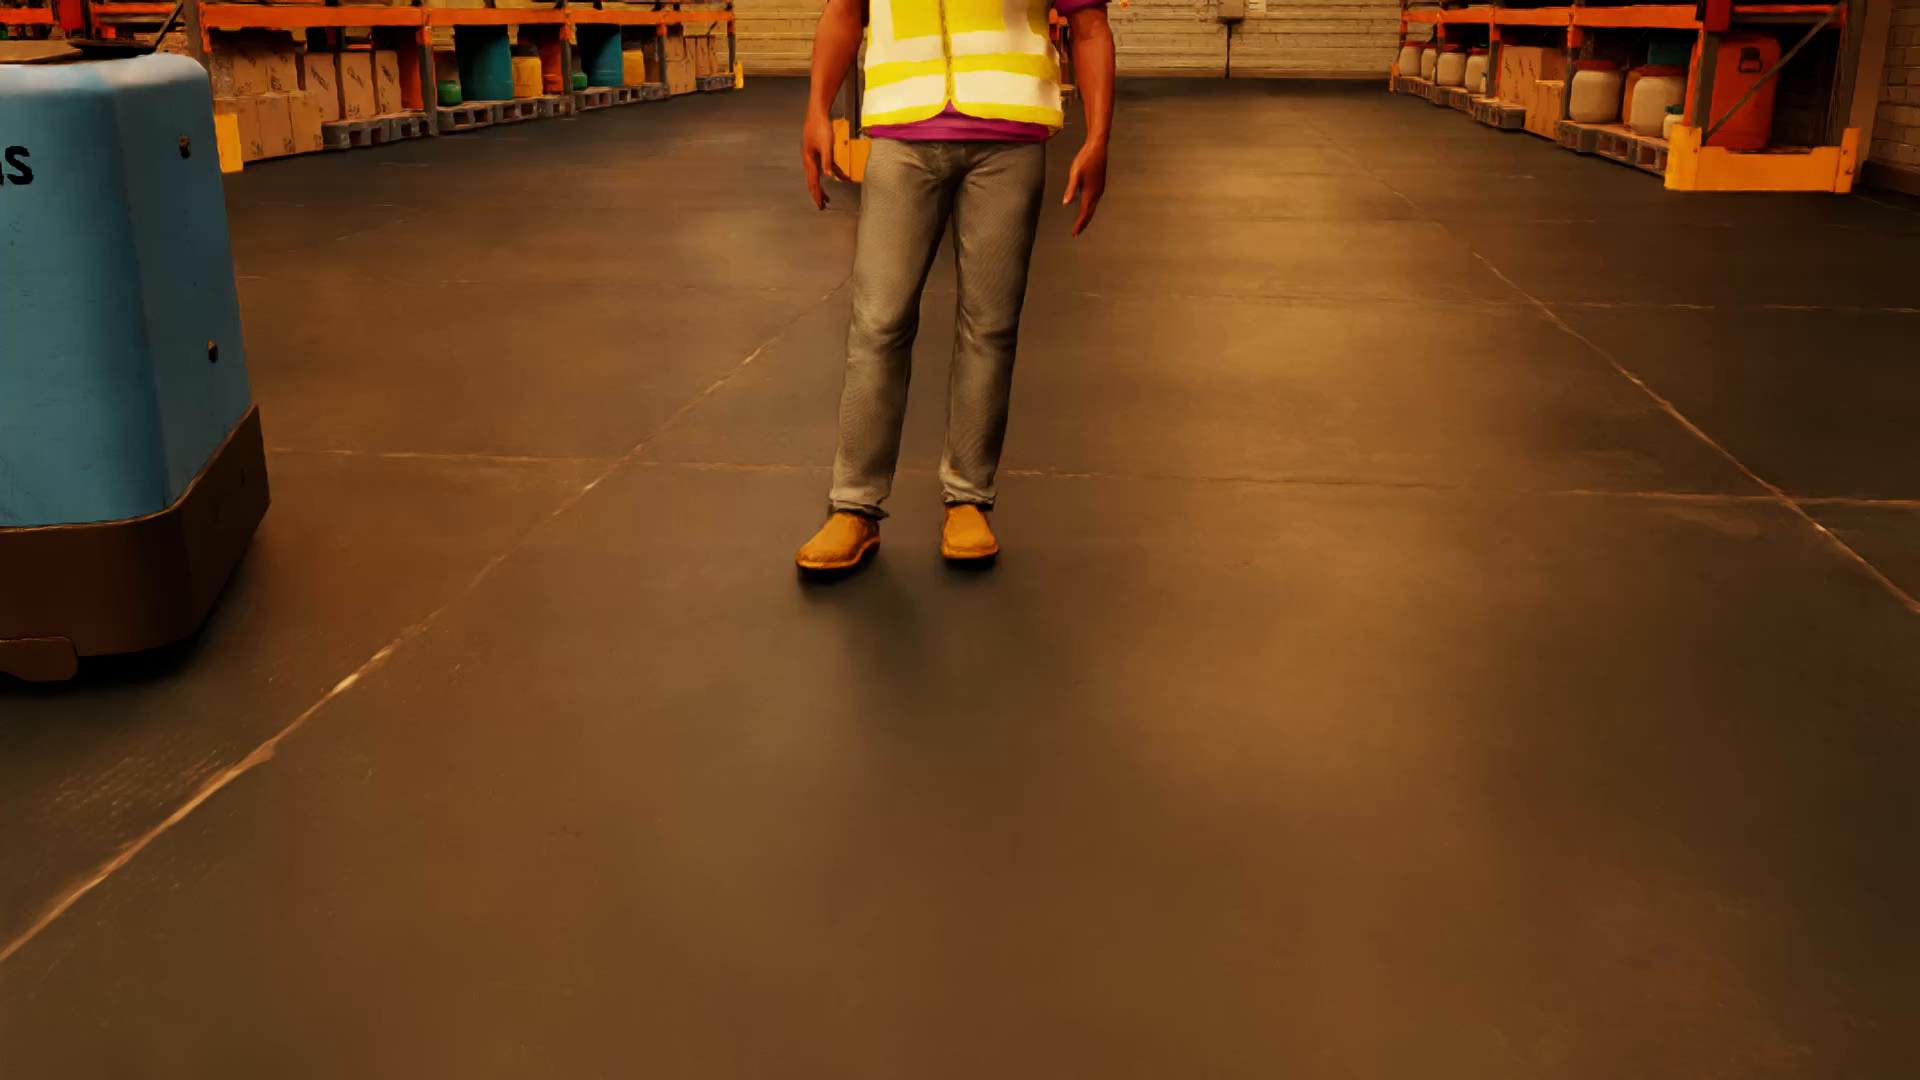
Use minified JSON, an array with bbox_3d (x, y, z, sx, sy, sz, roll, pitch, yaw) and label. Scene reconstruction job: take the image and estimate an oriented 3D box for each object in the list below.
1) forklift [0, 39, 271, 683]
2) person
[{"bbox_3d":[-2.975,-1.185,2.709,3.031,2.935,1.130,-4,18,-13],"label":"forklift"},{"bbox_3d":[-0.014,-0.828,3.493,0.665,1.766,0.576,2,18,7],"label":"person"}]
